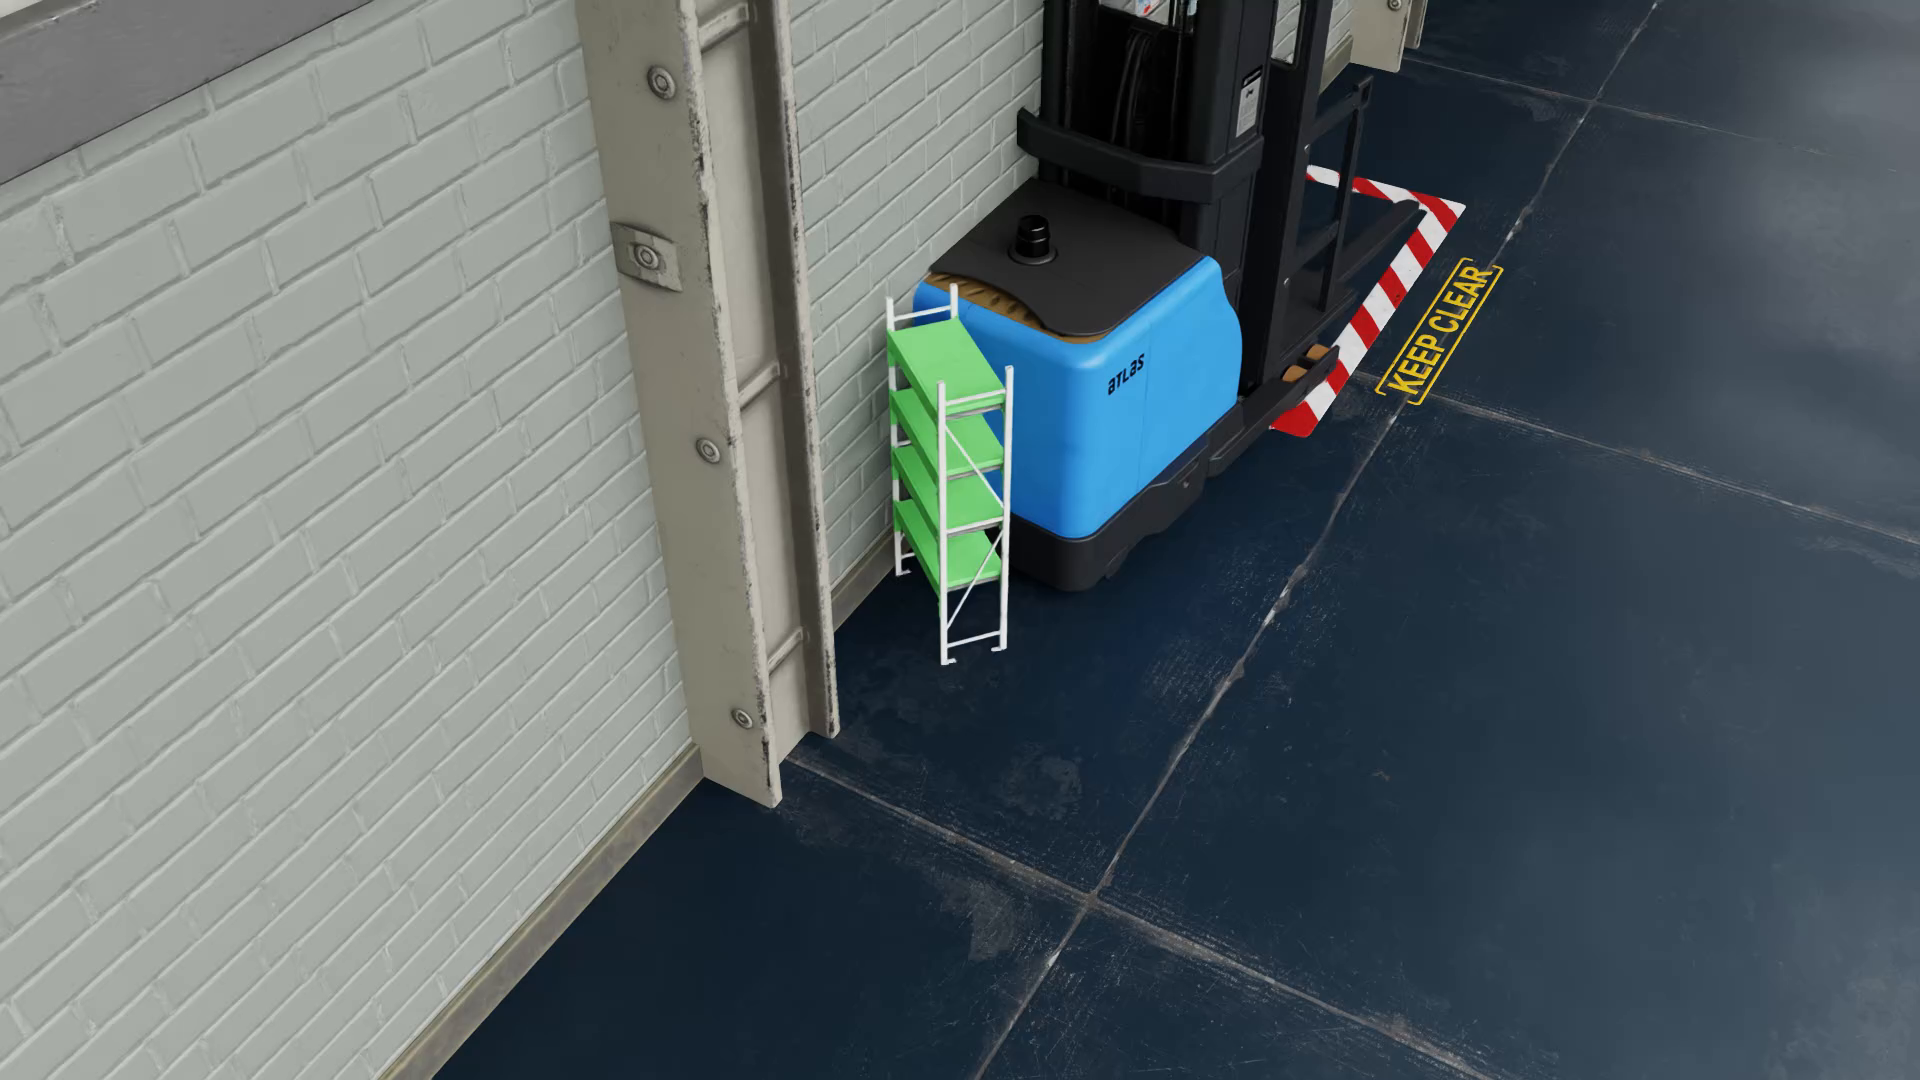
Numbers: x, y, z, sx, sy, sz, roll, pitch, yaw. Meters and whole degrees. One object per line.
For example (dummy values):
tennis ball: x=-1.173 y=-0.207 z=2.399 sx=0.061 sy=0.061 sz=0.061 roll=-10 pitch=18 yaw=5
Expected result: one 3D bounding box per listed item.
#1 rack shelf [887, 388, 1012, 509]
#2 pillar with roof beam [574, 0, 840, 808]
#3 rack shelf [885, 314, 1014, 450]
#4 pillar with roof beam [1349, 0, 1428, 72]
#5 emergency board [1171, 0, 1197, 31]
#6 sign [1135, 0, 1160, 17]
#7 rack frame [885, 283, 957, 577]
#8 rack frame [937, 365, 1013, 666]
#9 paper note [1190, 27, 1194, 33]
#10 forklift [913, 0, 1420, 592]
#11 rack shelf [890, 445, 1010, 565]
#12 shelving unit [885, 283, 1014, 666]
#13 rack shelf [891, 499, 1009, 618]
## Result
rack shelf: x=-0.038 y=-0.330 z=5.450 sx=0.258 sy=0.148 sz=0.480 roll=-14 pitch=43 yaw=-15
pillar with roof beam: x=3.100 y=-1.264 z=0.876 sx=9.100 sy=9.000 sz=0.400 roll=21 pitch=45 yaw=22
rack shelf: x=-0.039 y=-0.510 z=5.291 sx=0.258 sy=0.148 sz=0.480 roll=-14 pitch=43 yaw=-15
pillar with roof beam: x=6.102 y=-4.697 z=4.775 sx=9.100 sy=9.000 sz=0.400 roll=21 pitch=45 yaw=22
emergency board: x=1.105 y=-2.468 z=6.783 sx=0.194 sy=1.169 sz=0.643 roll=21 pitch=45 yaw=22
sign: x=0.739 y=-2.199 z=6.450 sx=0.001 sy=0.329 sz=0.234 roll=21 pitch=45 yaw=22
rack frame: x=-0.123 y=-0.349 z=5.738 sx=0.240 sy=1.200 sz=0.015 roll=-14 pitch=43 yaw=-15
rack frame: x=0.047 y=-0.046 z=5.395 sx=0.240 sy=1.200 sz=0.015 roll=-14 pitch=43 yaw=-15
paper note: x=0.957 y=-2.059 z=6.985 sx=0.016 sy=0.148 sz=0.142 roll=21 pitch=45 yaw=22
forklift: x=0.933 y=-1.835 z=6.116 sx=1.130 sy=2.935 sz=3.031 roll=27 pitch=48 yaw=27
rack shelf: x=-0.038 y=-0.150 z=5.608 sx=0.258 sy=0.148 sz=0.480 roll=-14 pitch=43 yaw=-15
shelving unit: x=-0.038 y=-0.197 z=5.566 sx=0.258 sy=1.200 sz=0.503 roll=-14 pitch=43 yaw=-15
rack shelf: x=-0.038 y=0.031 z=5.767 sx=0.258 sy=0.148 sz=0.480 roll=-14 pitch=43 yaw=-15
